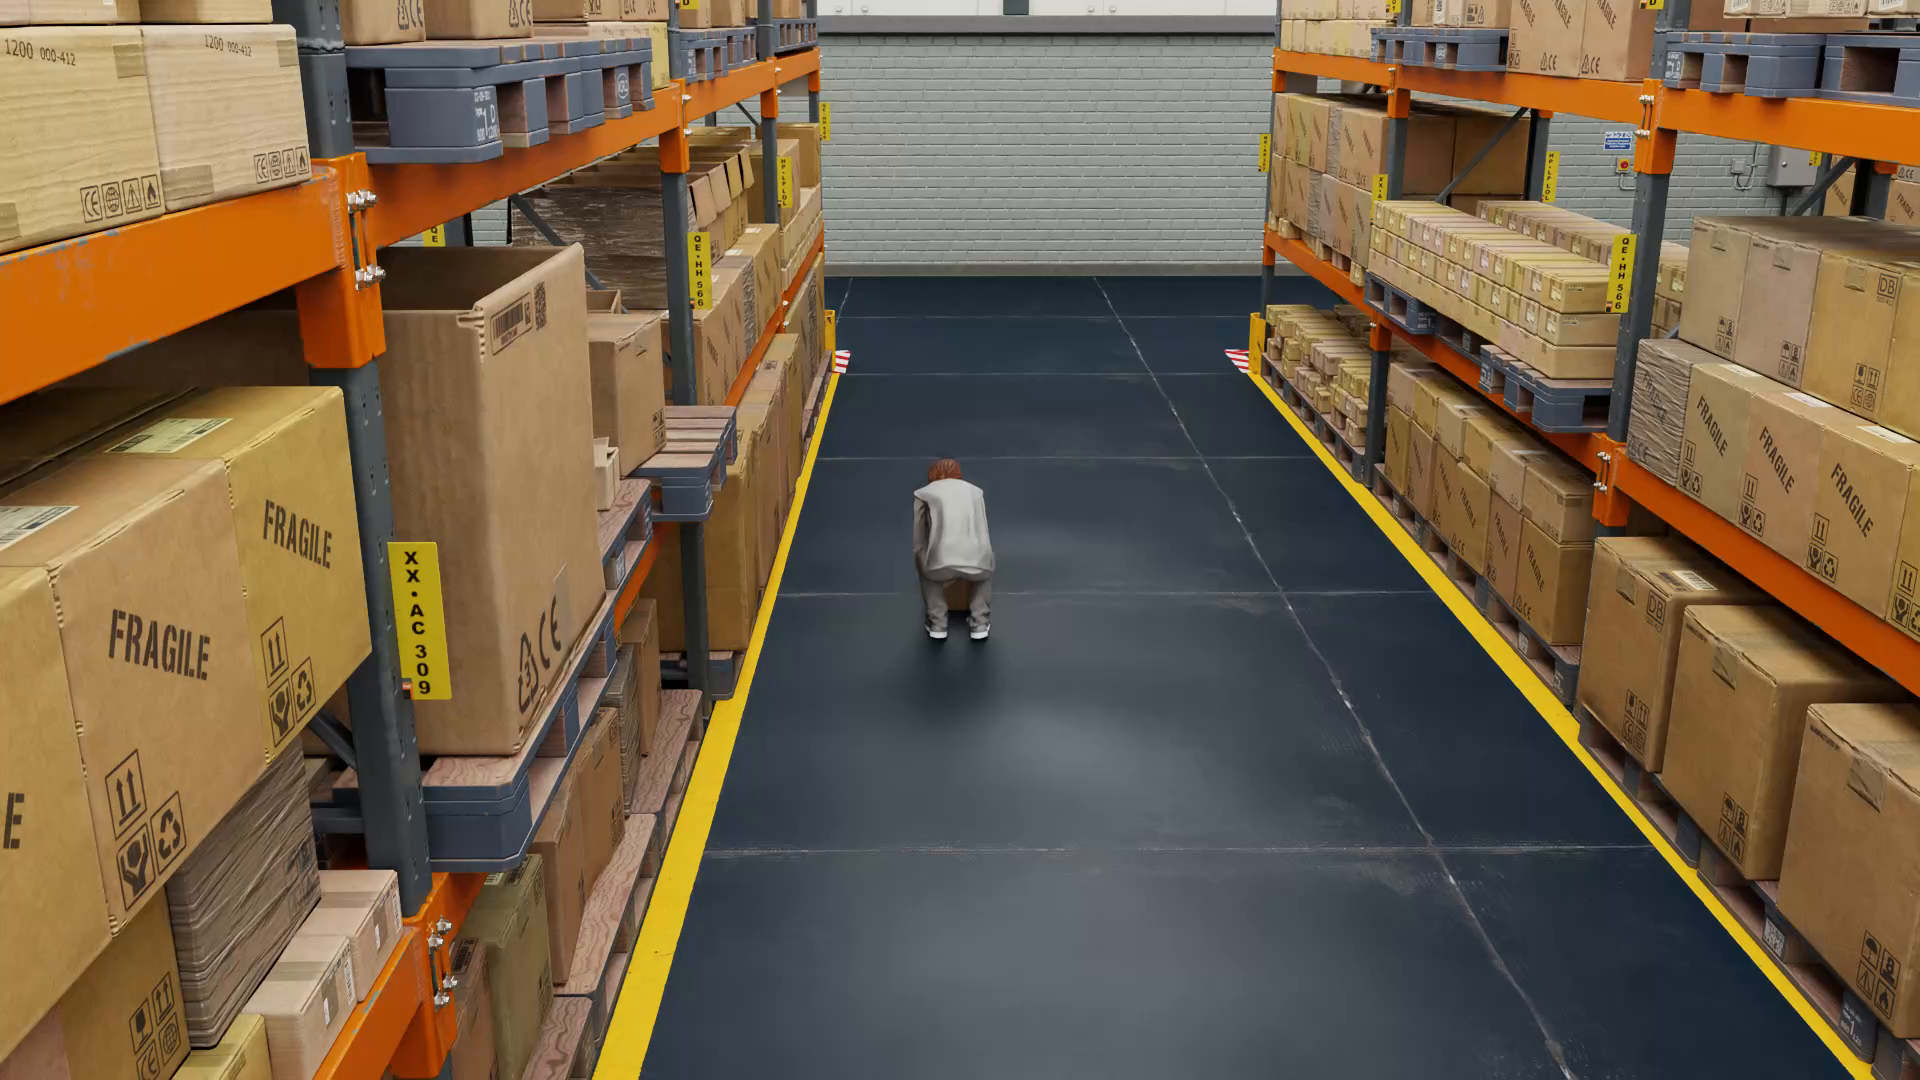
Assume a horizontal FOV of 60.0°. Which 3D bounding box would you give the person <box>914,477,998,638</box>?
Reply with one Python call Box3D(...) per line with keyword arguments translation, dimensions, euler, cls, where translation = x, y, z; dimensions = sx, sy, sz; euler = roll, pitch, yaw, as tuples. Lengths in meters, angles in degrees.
Box3D(translation=(-0.022, 0.133, 8.723), dimensions=(0.435, 0.742, 0.822), euler=(0, 17, -1), cls="person")
